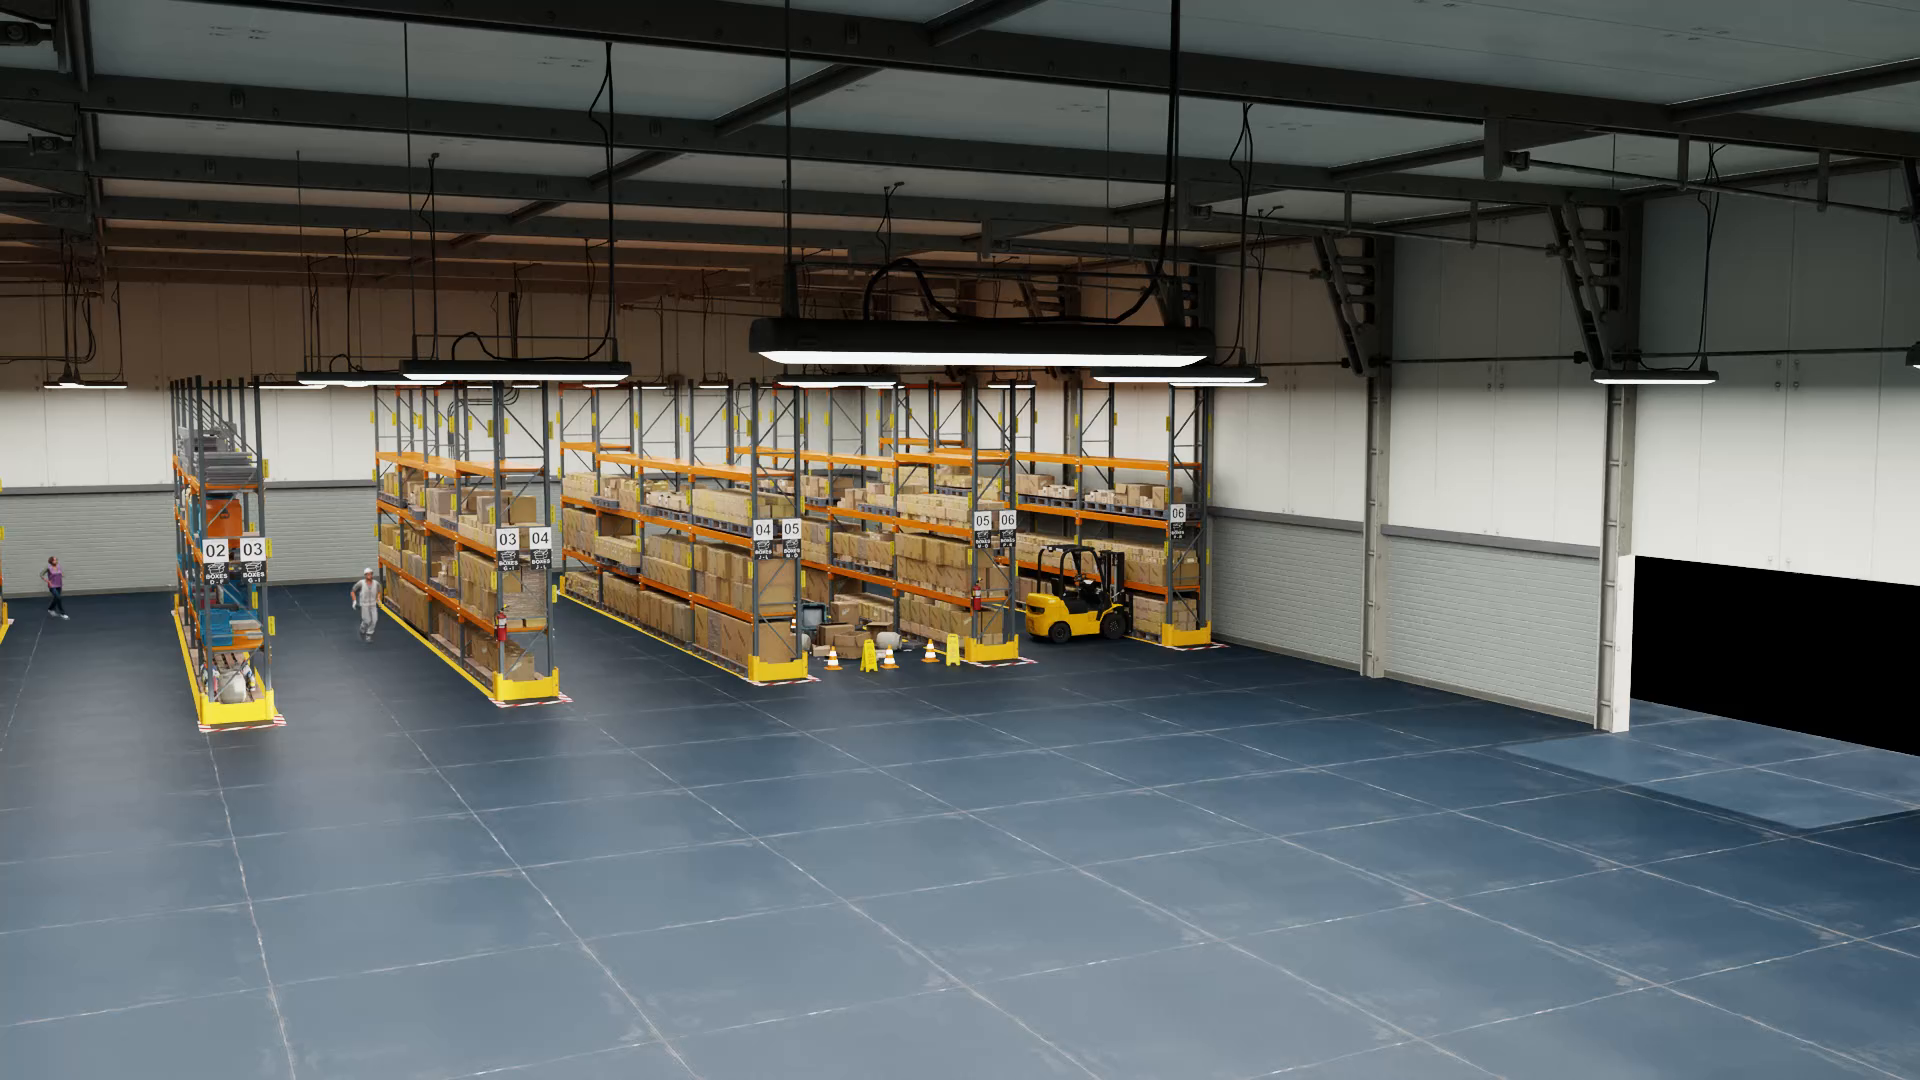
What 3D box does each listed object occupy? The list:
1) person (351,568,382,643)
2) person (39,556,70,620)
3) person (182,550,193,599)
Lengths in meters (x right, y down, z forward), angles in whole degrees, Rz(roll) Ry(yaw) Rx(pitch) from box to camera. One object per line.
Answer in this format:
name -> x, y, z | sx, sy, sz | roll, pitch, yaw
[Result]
person -> -13.425, 1.501, 37.741 | 0.671, 1.734, 0.633 | -4, 6, -38
person -> -22.792, 1.211, 41.821 | 0.785, 1.607, 0.544 | 2, 5, 22
person -> -20.845, 0.865, 45.348 | 0.802, 1.673, 0.601 | -2, 5, -17
